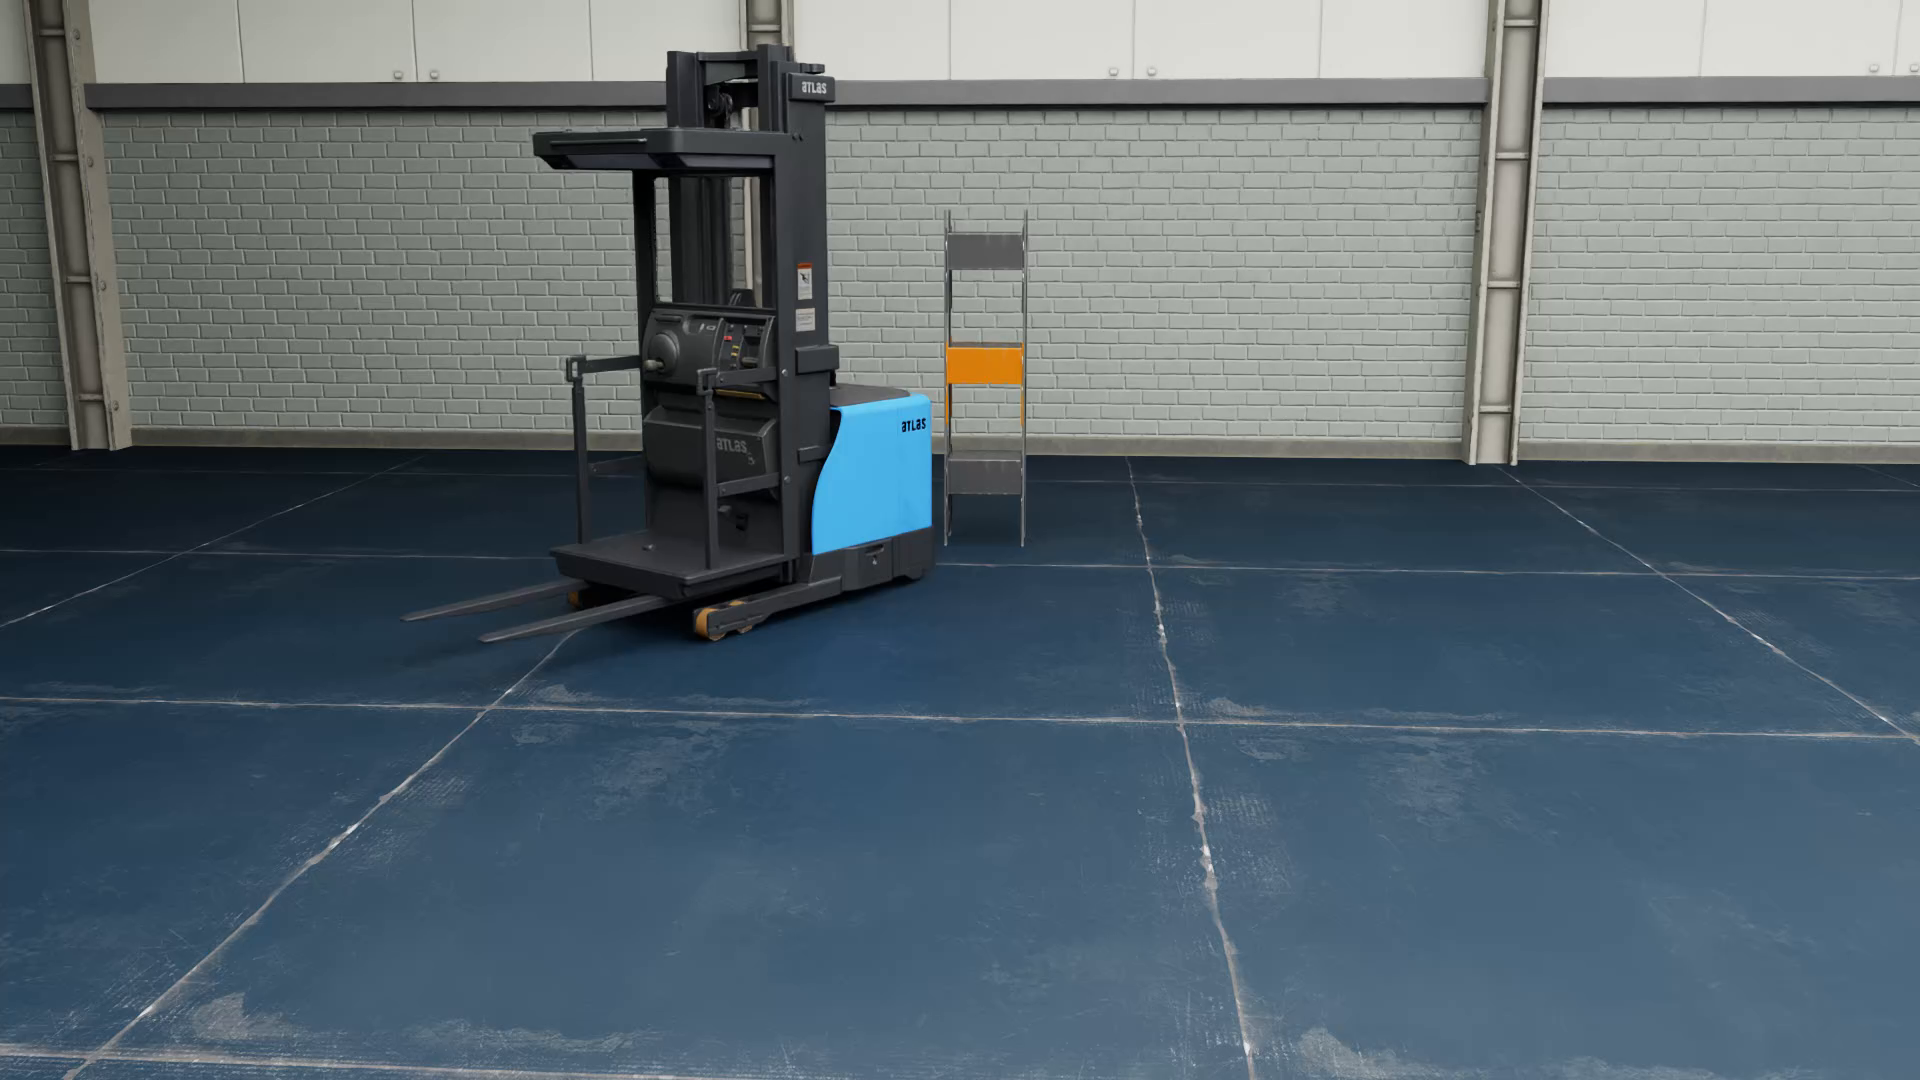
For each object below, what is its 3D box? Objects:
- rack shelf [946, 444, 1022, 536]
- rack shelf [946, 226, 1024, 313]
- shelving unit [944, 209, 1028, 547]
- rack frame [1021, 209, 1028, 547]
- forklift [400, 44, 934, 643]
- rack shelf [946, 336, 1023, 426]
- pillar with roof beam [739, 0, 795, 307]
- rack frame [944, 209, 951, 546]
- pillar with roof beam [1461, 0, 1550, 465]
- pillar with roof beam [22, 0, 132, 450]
[{"bbox_3d":[0.165,-0.327,10.688,0.480,0.518,0.431,1,12,4],"label":"rack shelf"},{"bbox_3d":[0.165,-1.697,10.402,0.480,0.518,0.431,1,12,4],"label":"rack shelf"},{"bbox_3d":[0.165,-1.025,10.542,0.503,2.100,0.431,1,12,4],"label":"shelving unit"},{"bbox_3d":[0.409,-1.022,10.526,0.015,2.100,0.400,1,12,4],"label":"rack frame"},{"bbox_3d":[-1.460,-1.043,8.597,1.130,2.935,3.031,9,15,38],"label":"forklift"},{"bbox_3d":[0.165,-1.012,10.545,0.480,0.518,0.431,1,12,4],"label":"rack shelf"},{"bbox_3d":[-1.861,-4.259,9.150,0.400,9.000,9.100,1,12,4],"label":"pillar with roof beam"},{"bbox_3d":[-0.078,-1.029,10.558,0.015,2.100,0.400,1,12,4],"label":"rack frame"},{"bbox_3d":[4.125,-4.177,8.758,0.400,9.000,9.100,1,12,4],"label":"pillar with roof beam"},{"bbox_3d":[-7.848,-4.341,9.542,0.400,9.000,9.100,1,12,4],"label":"pillar with roof beam"}]
